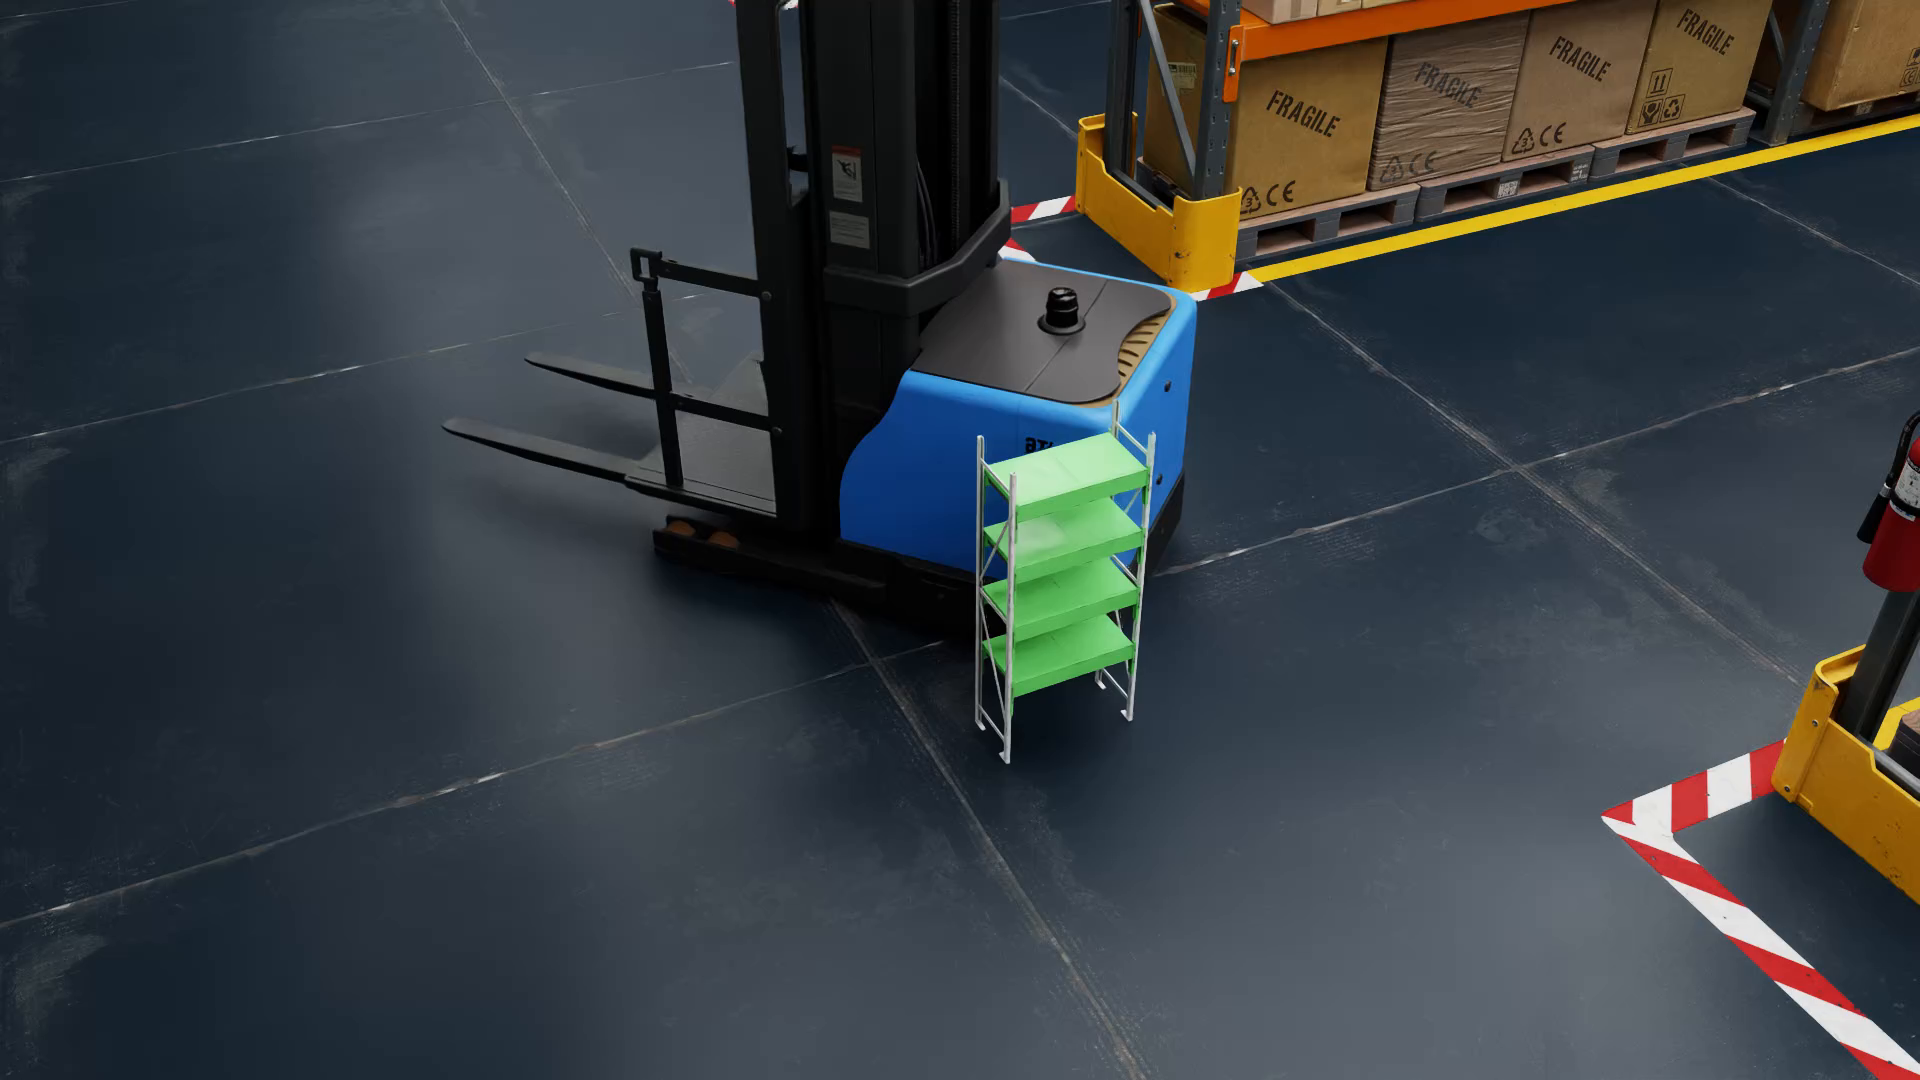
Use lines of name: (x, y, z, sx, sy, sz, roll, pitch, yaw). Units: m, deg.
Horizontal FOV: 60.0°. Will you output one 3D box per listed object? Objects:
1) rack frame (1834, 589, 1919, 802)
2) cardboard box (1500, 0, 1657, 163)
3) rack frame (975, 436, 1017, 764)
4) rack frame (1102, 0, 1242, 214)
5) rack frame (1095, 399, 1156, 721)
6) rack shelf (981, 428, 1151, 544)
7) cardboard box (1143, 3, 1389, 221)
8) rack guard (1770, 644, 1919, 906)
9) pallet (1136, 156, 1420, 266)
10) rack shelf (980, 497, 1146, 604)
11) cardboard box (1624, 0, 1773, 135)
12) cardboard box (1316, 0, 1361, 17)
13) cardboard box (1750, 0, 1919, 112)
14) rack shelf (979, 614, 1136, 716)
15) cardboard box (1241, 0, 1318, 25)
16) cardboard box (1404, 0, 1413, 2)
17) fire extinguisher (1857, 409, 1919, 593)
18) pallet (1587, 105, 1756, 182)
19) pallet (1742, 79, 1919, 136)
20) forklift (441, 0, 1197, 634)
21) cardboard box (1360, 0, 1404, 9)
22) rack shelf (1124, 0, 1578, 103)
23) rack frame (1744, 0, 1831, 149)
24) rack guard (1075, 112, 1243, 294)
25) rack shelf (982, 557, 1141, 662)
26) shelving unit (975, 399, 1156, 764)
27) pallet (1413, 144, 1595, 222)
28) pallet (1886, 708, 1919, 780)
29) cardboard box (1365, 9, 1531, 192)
rack frame: (3.147, -0.134, 4.413, 0.127, 3.000, 1.000, -16, 39, -20)
cardboard box: (3.217, -2.781, 9.413, 0.875, 0.875, 0.875, -16, 39, -20)
rack frame: (0.112, 0.222, 5.443, 0.015, 1.200, 0.240, -16, 40, -21)
rack frame: (1.043, -2.805, 8.014, 0.127, 3.000, 1.000, -16, 39, -20)
rack frame: (0.551, 0.094, 5.616, 0.015, 1.200, 0.240, -16, 40, -21)
rack shelf: (0.332, -0.176, 5.282, 0.480, 0.148, 0.258, -16, 40, -21)
cardboard box: (1.588, -2.326, 8.798, 0.875, 0.875, 0.875, -16, 39, -20)
rack guard: (3.131, 0.883, 5.140, 0.348, 0.500, 1.175, -16, 39, -20)
pallet: (1.733, -1.930, 9.175, 1.213, 0.211, 1.003, -16, 39, -20)
rack shelf: (0.332, 0.017, 5.425, 0.480, 0.148, 0.258, -16, 40, -21)
cardboard box: (4.032, -3.009, 9.720, 0.875, 0.875, 0.875, -16, 39, -20)
cardboard box: (1.736, -2.682, 8.059, 0.250, 0.149, 0.380, -16, 40, -21)
cardboard box: (5.235, -3.306, 10.120, 0.875, 0.875, 1.225, -15, 39, -20)
rack shelf: (0.331, 0.402, 5.710, 0.480, 0.148, 0.258, -16, 40, -21)
cardboard box: (1.504, -2.616, 7.970, 0.250, 0.149, 0.380, -15, 39, -19)
cardboard box: (2.203, -2.813, 8.236, 0.250, 0.149, 0.380, -16, 40, -21)
fire extinguisher: (2.818, -0.160, 4.826, 0.183, 0.674, 0.296, -16, 39, -20)
pallet: (3.942, -2.547, 10.007, 1.213, 0.211, 1.003, -16, 39, -20)
pallet: (5.330, -2.934, 10.528, 1.213, 0.211, 1.003, -16, 39, -20)
forklift: (-0.669, -1.316, 6.064, 3.031, 2.935, 1.130, 14, 39, 18)
cardboard box: (1.968, -2.747, 8.146, 0.250, 0.149, 0.380, -17, 40, -21)
rack shelf: (2.853, -3.022, 8.911, 4.000, 0.370, 1.077, -16, 39, -20)
rack frame: (4.664, -3.818, 9.379, 0.127, 3.000, 1.000, -16, 39, -20)
rack guard: (1.021, -1.795, 8.751, 0.348, 0.500, 1.175, -16, 39, -20)
rack shelf: (0.331, 0.210, 5.568, 0.480, 0.148, 0.258, -16, 40, -21)
shelving unit: (0.331, 0.158, 5.529, 0.503, 1.200, 0.258, -16, 40, -21)
pallet: (2.836, -2.236, 9.588, 1.213, 0.211, 1.003, -16, 39, -20)
pallet: (3.910, 0.798, 5.497, 1.213, 0.211, 1.003, -16, 39, -20)
cardboard box: (2.412, -2.556, 9.109, 0.875, 0.875, 0.875, -16, 39, -20)
